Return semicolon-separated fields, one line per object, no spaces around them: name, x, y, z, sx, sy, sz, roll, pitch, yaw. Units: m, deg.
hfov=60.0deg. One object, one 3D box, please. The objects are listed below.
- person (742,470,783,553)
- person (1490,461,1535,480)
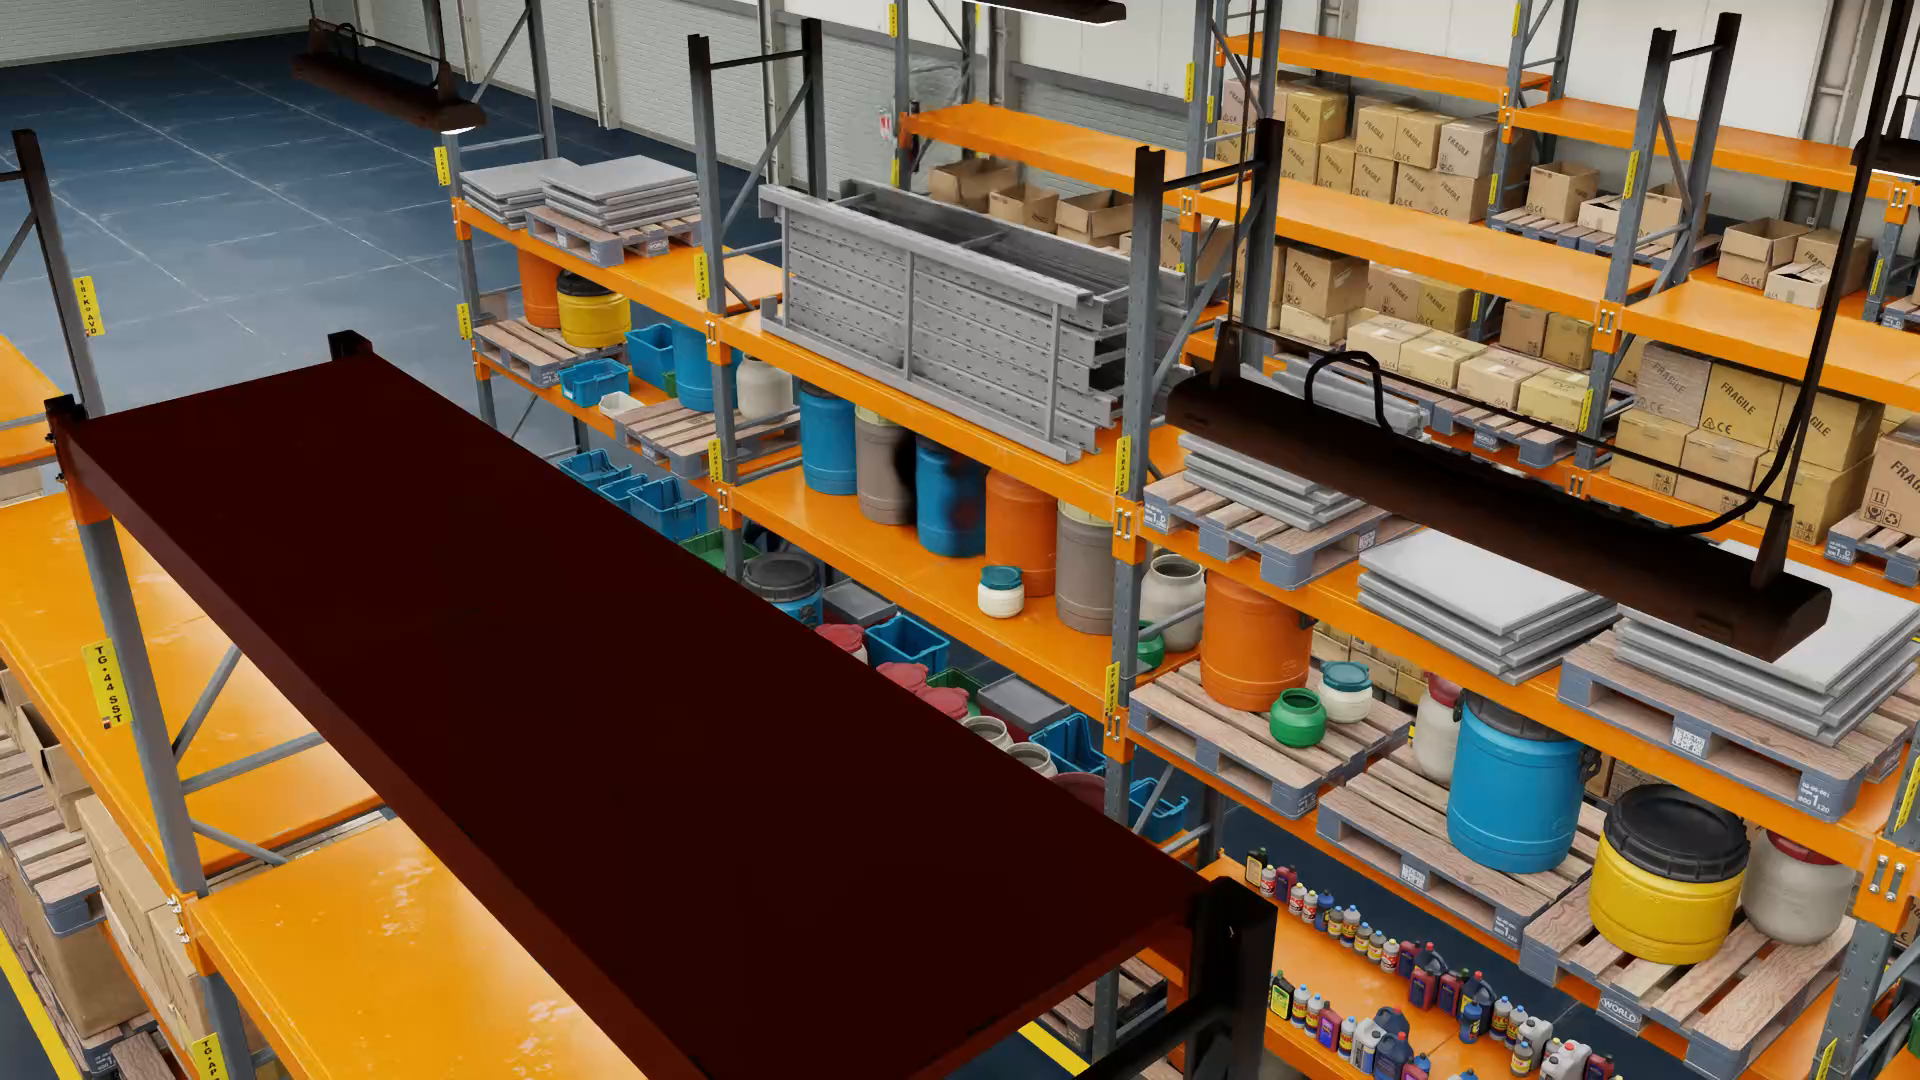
person;-1.902;-0.183;16.196;0.635;1.579;0.513;22;34;36
person;5.416;-0.359;16.435;0.727;1.695;0.585;23;35;38
